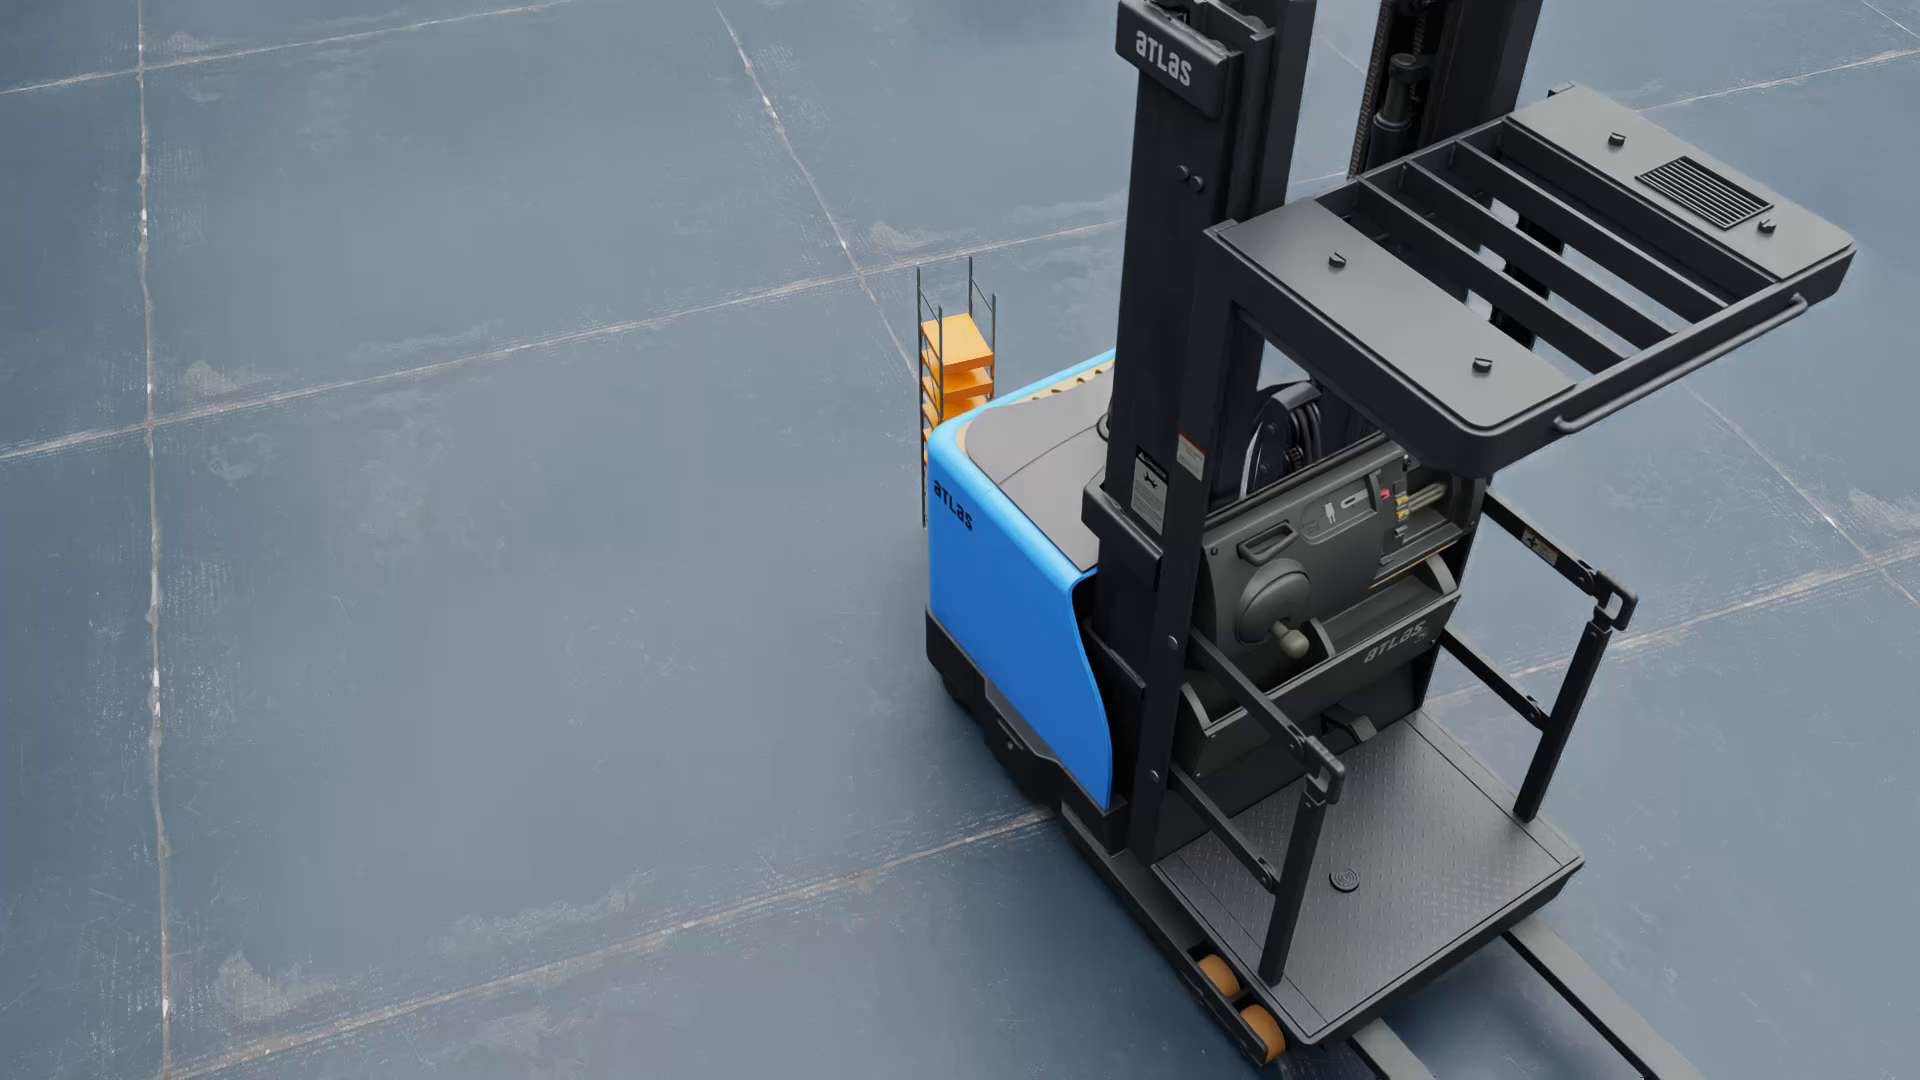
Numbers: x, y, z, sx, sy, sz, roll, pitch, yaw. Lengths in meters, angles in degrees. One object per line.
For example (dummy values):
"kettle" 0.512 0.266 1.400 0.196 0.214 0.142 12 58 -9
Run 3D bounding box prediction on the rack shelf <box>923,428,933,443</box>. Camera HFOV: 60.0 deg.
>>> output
"rack shelf" -0.014 -0.304 5.938 0.180 0.103 0.258 -14 47 -14

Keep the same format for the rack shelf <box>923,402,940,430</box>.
"rack shelf" -0.014 -0.389 5.853 0.180 0.103 0.258 -14 47 -14

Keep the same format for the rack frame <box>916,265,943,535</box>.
"rack frame" -0.100 -0.398 5.800 0.006 1.200 0.240 -14 47 -14

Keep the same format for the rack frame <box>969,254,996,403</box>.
"rack frame" 0.072 -0.442 5.843 0.006 1.200 0.240 -14 47 -14

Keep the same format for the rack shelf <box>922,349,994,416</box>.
"rack shelf" -0.014 -0.558 5.683 0.180 0.103 0.258 -14 47 -14

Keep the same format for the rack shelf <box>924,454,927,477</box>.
"rack shelf" -0.014 -0.219 6.023 0.180 0.103 0.258 -14 47 -14

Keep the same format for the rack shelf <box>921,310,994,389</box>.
"rack shelf" -0.014 -0.643 5.598 0.180 0.103 0.258 -14 47 -14

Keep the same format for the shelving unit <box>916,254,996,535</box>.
"shelving unit" -0.014 -0.420 5.822 0.189 1.200 0.258 -14 47 -14

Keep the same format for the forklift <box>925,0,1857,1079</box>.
"forklift" 1.111 0.069 4.112 1.130 2.935 3.031 -25 50 -23

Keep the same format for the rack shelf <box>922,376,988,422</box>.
"rack shelf" -0.014 -0.473 5.768 0.180 0.103 0.258 -14 47 -14
